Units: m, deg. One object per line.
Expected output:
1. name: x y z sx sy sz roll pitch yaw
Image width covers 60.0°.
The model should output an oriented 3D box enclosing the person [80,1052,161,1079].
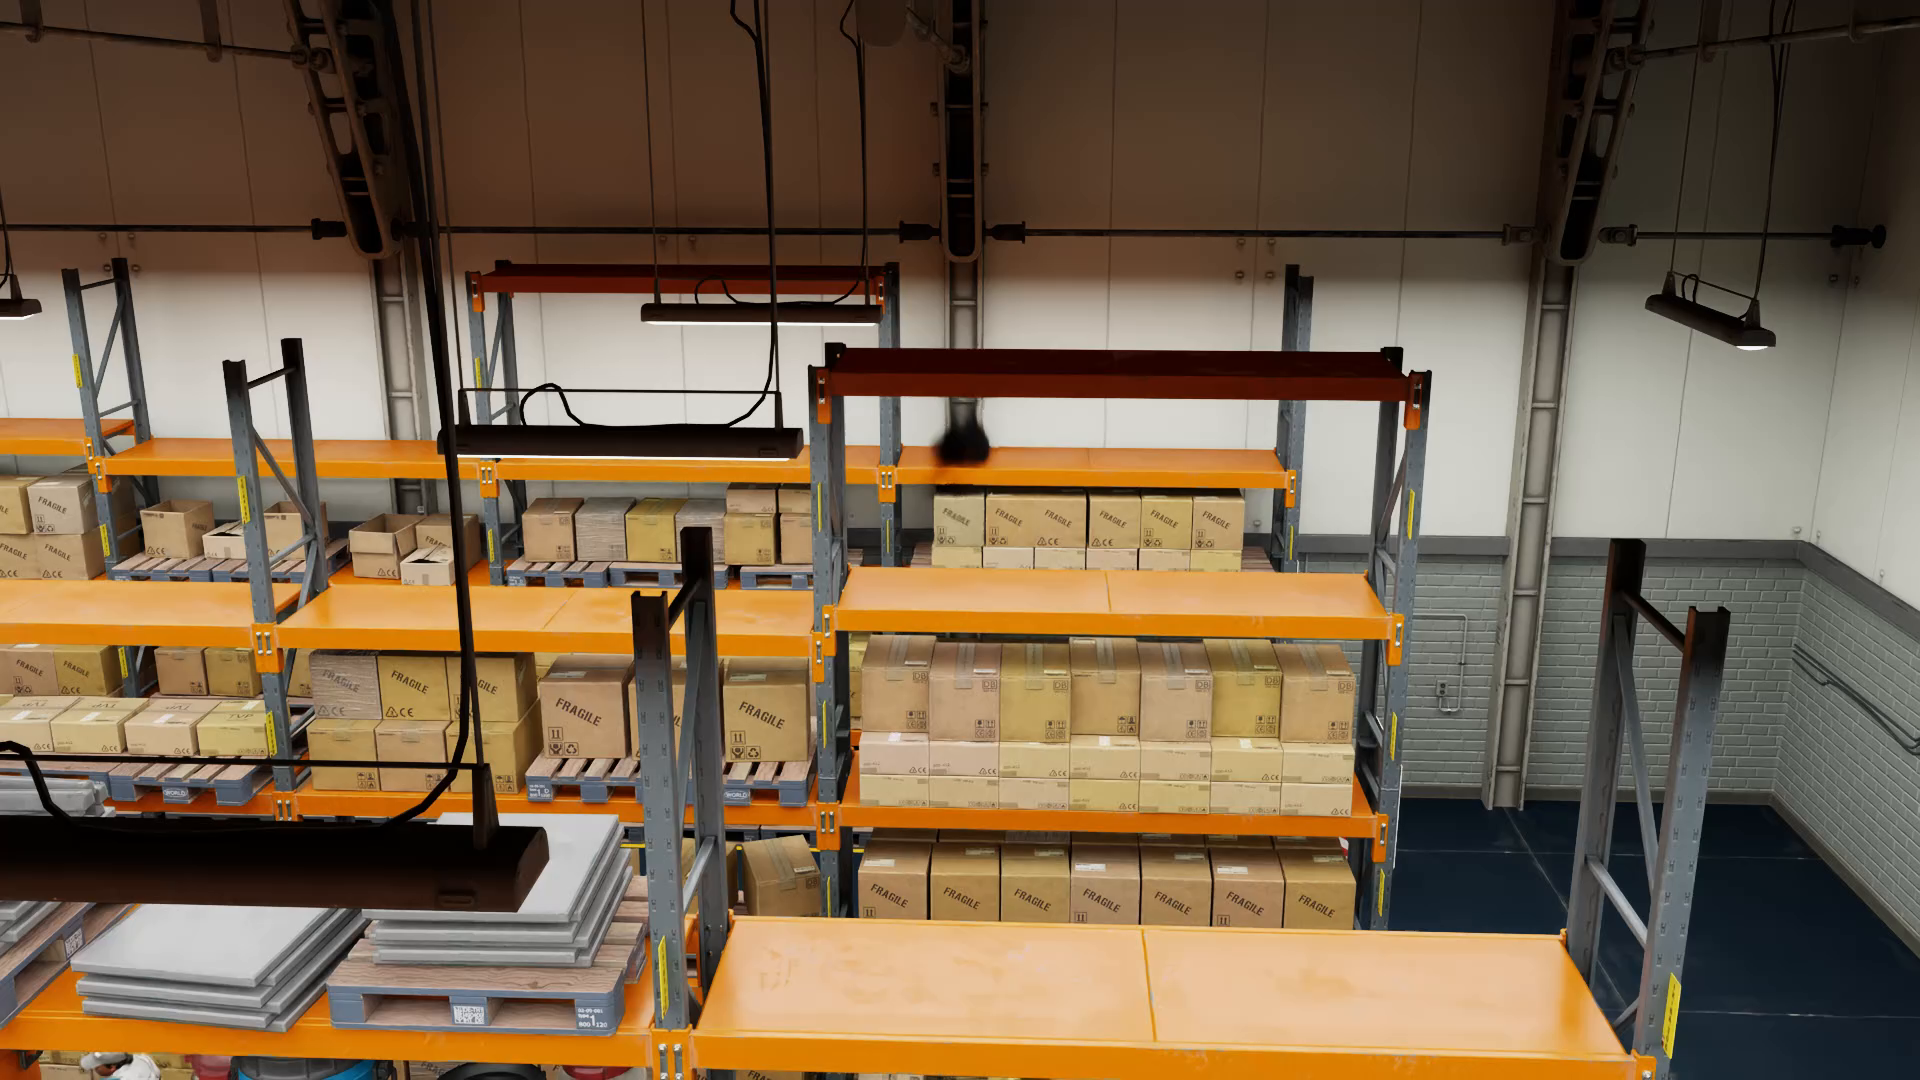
1. person: -5.614 4.146 11.583 0.828 1.605 0.683 4 17 13
